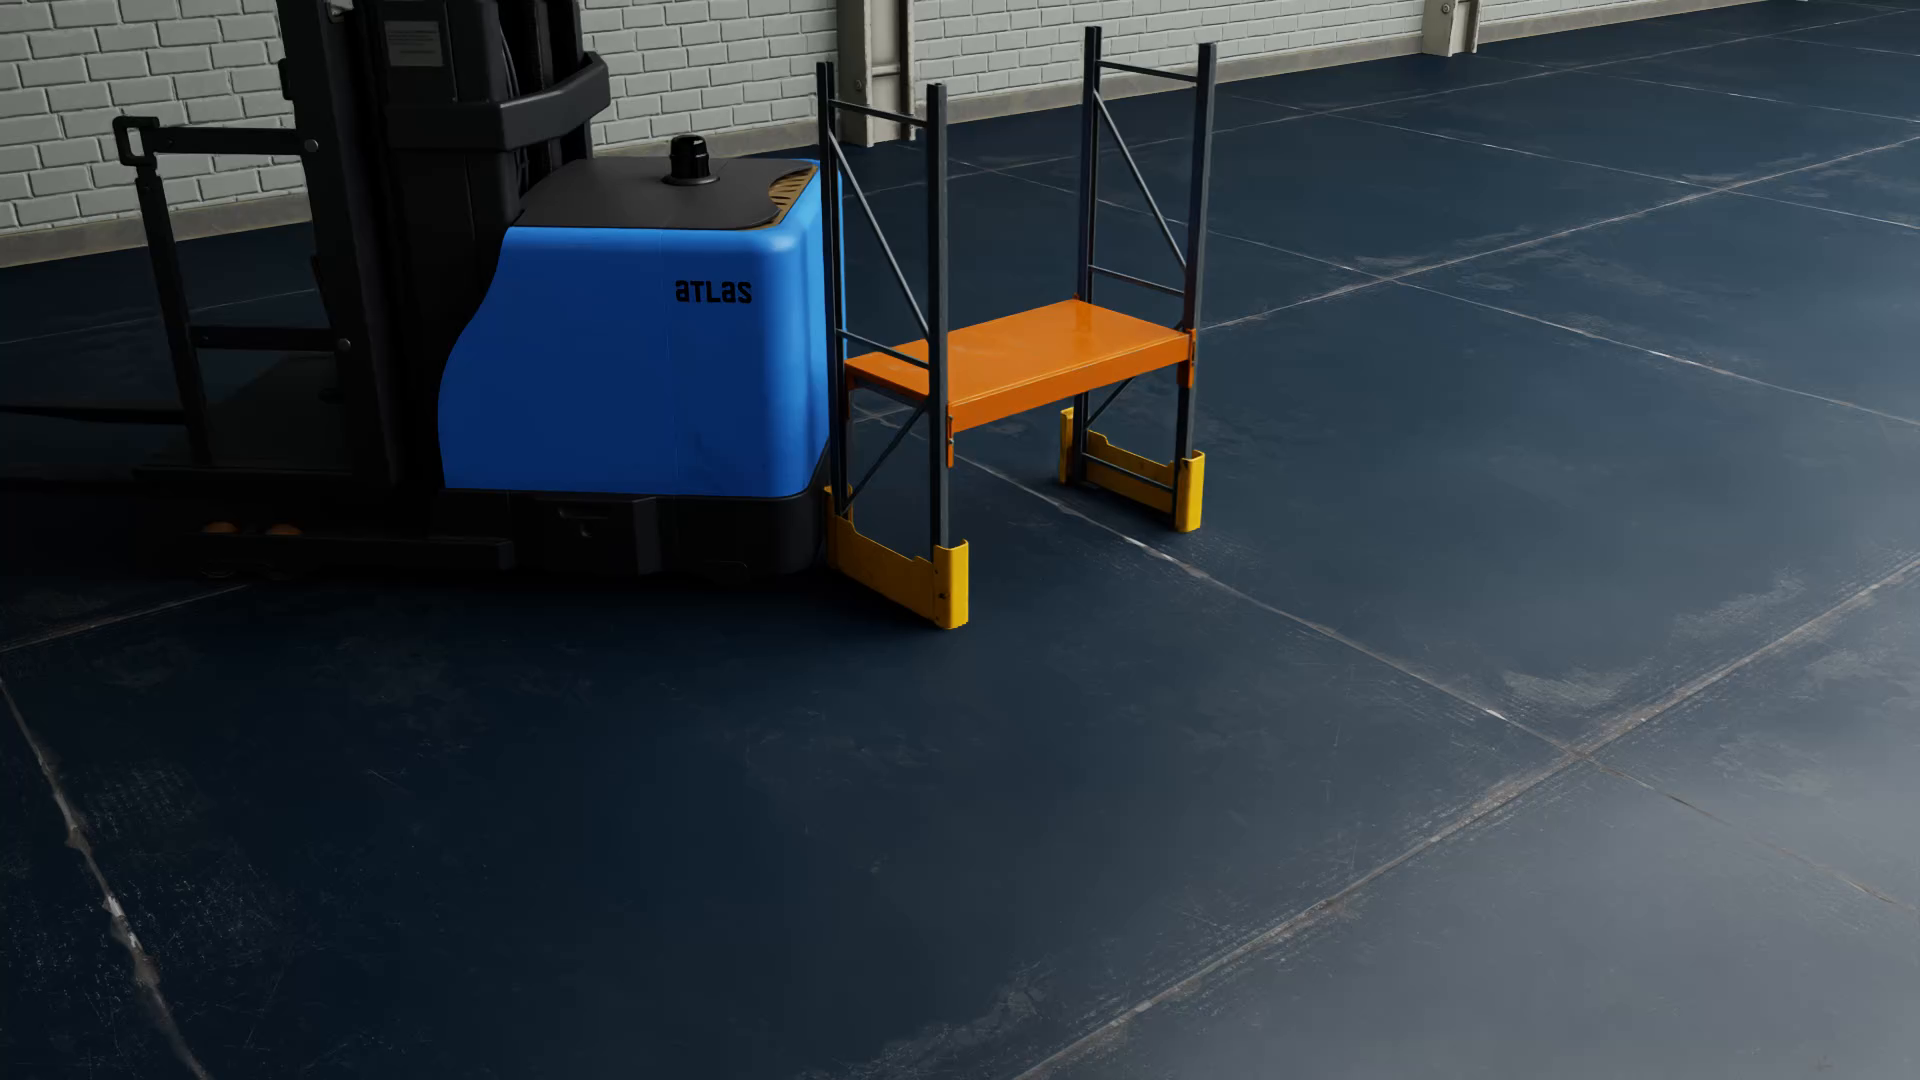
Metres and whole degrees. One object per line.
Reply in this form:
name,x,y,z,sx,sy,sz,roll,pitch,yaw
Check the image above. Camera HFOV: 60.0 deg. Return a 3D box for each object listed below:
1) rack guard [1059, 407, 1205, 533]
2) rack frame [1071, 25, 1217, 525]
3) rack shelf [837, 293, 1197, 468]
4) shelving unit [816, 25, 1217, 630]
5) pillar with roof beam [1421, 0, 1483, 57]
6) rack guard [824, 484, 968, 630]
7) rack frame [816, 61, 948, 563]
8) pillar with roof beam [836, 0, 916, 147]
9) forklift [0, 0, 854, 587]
rack guard,0.555,-0.237,5.463,0.087,0.250,0.587,-20,32,-37
rack frame,0.556,-0.804,5.201,0.032,1.500,0.500,-20,32,-37
rack shelf,0.174,-0.500,4.972,1.000,0.185,0.538,-20,32,-37
shelving unit,0.181,-0.665,4.902,1.083,1.500,0.587,-20,32,-37
pillar with roof beam,6.840,-6.842,9.304,0.400,9.000,9.100,-18,31,-34
rack guard,-0.193,0.040,4.867,0.087,0.250,0.587,-20,32,-37
rack frame,-0.208,-0.522,4.592,0.032,1.500,0.500,-20,32,-37
pillar with roof beam,2.119,-5.284,5.945,0.400,9.000,9.100,-18,31,-34
forklift,-1.909,-1.427,4.844,3.031,2.935,1.130,2,25,4
